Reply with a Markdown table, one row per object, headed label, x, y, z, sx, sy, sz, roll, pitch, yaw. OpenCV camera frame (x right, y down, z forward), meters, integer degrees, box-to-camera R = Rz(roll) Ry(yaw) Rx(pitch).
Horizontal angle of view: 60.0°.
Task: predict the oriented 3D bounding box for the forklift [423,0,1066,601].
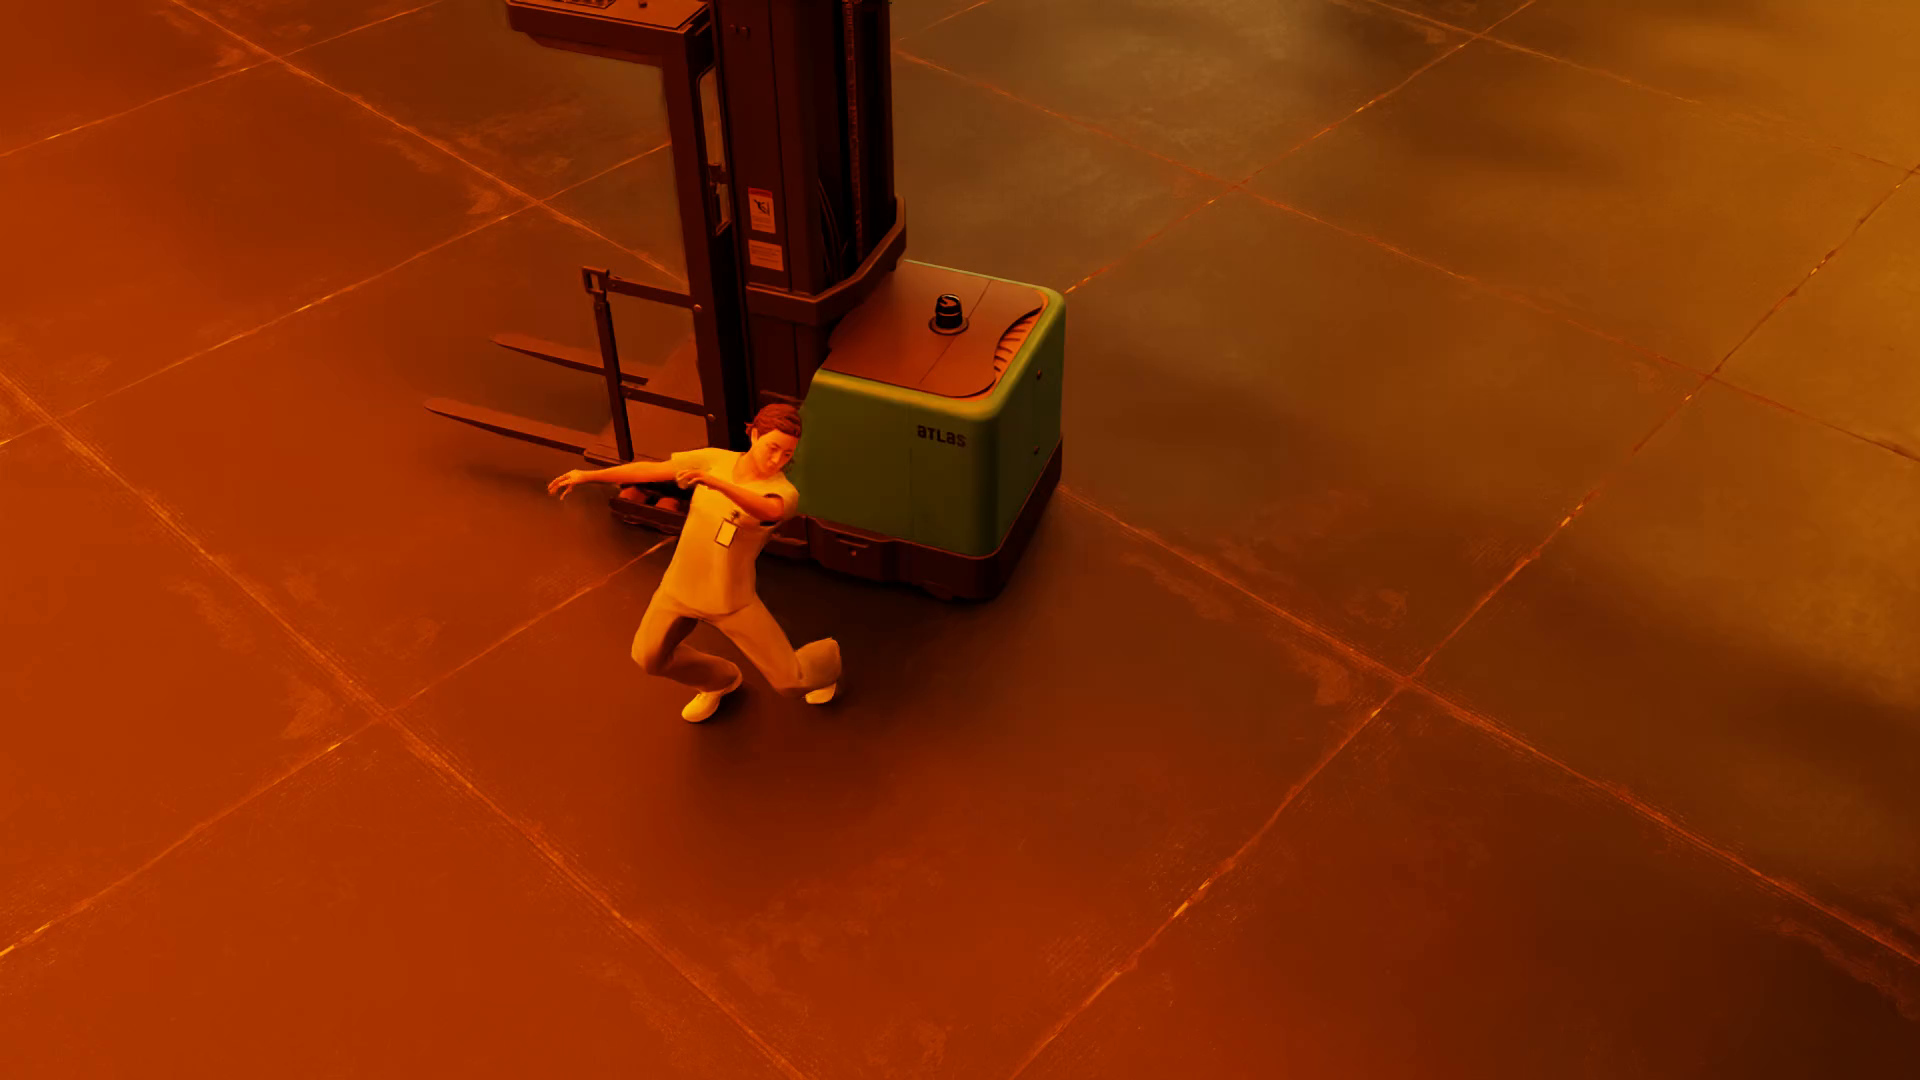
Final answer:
| label | x | y | z | sx | sy | sz | roll | pitch | yaw |
| --- | --- | --- | --- | --- | --- | --- | --- | --- | --- |
| forklift | -1.089 | -1.448 | 7.116 | 3.031 | 2.935 | 1.130 | 14 | 43 | 16 |

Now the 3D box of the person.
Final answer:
| label | x | y | z | sx | sy | sz | roll | pitch | yaw |
| --- | --- | --- | --- | --- | --- | --- | --- | --- | --- |
| person | -0.994 | 0.112 | 6.396 | 0.987 | 1.486 | 0.669 | 12 | 42 | 14 |
